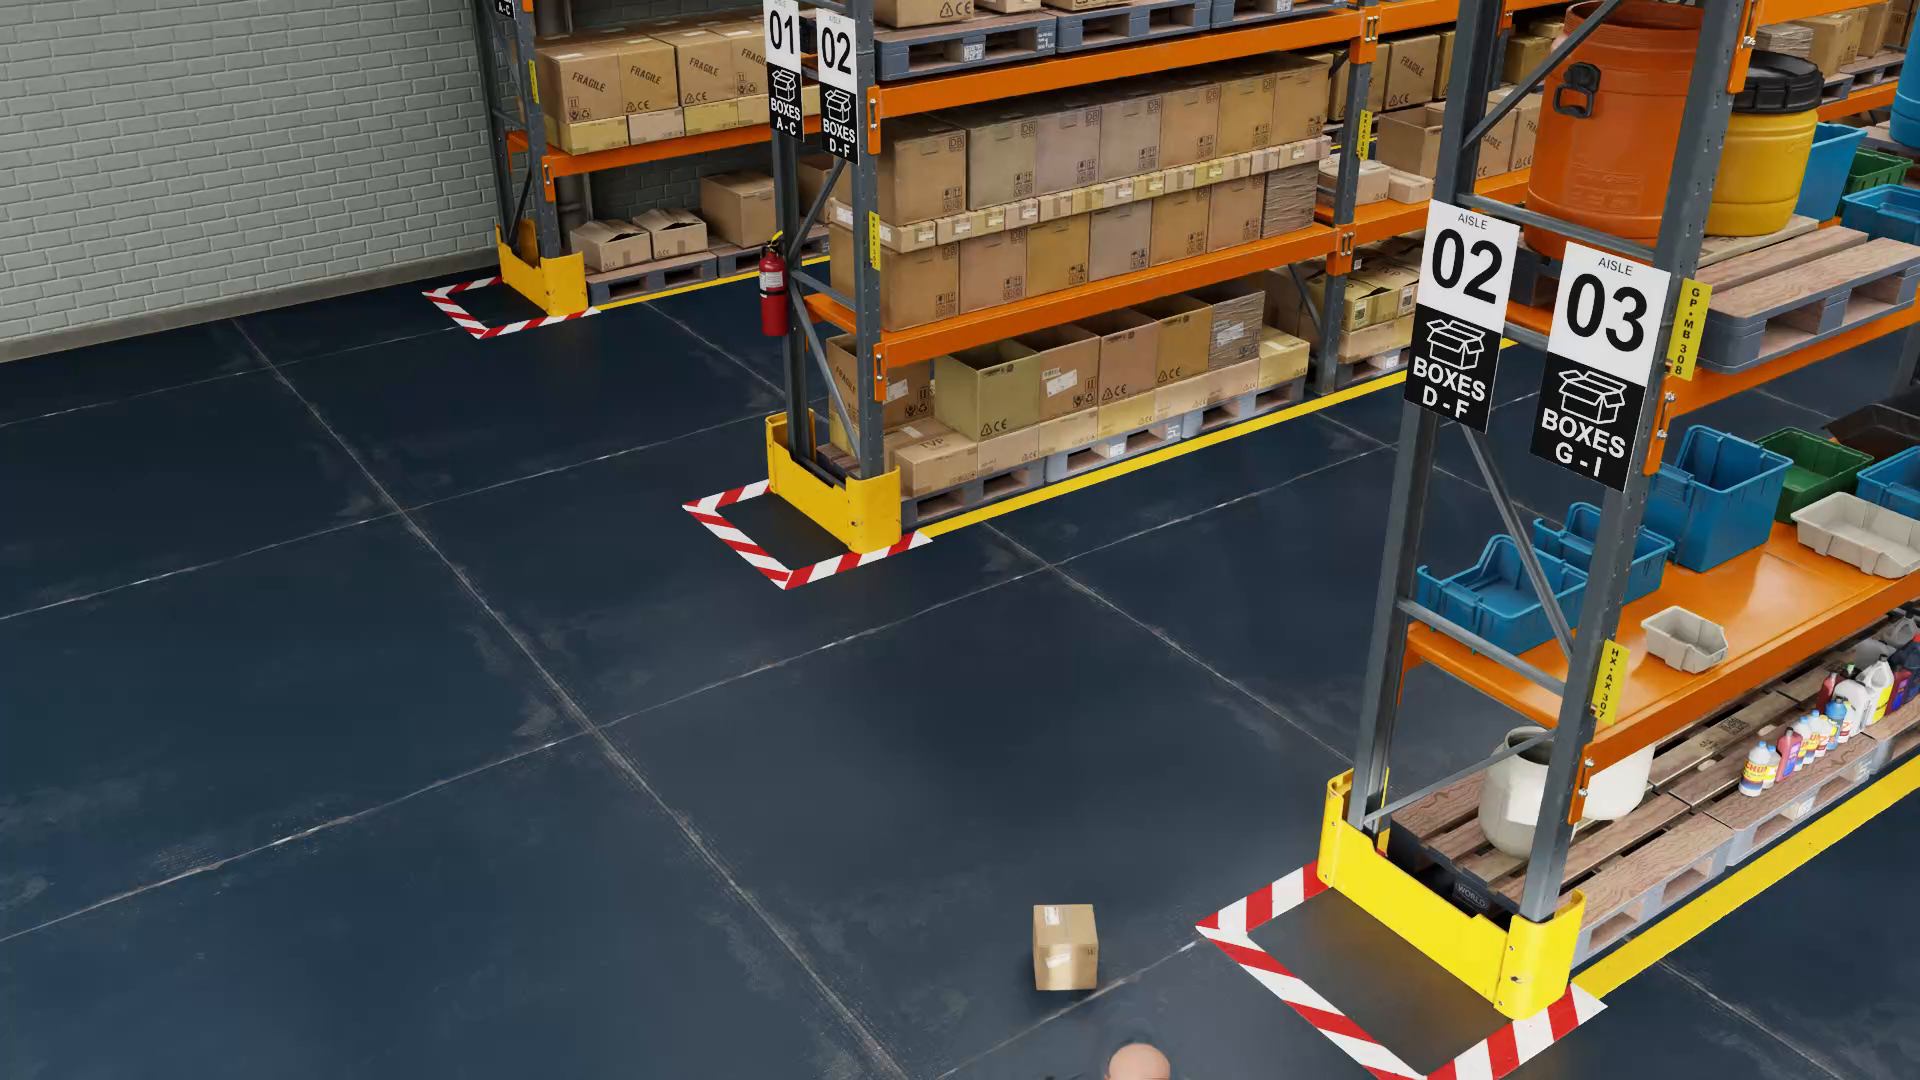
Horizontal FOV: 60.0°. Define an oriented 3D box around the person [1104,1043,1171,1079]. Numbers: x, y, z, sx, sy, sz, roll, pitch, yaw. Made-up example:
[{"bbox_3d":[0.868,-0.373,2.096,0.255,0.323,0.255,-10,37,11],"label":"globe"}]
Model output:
[{"bbox_3d":[0.448,2.108,4.743,0.545,1.691,0.812,-2,28,-4],"label":"person"}]
